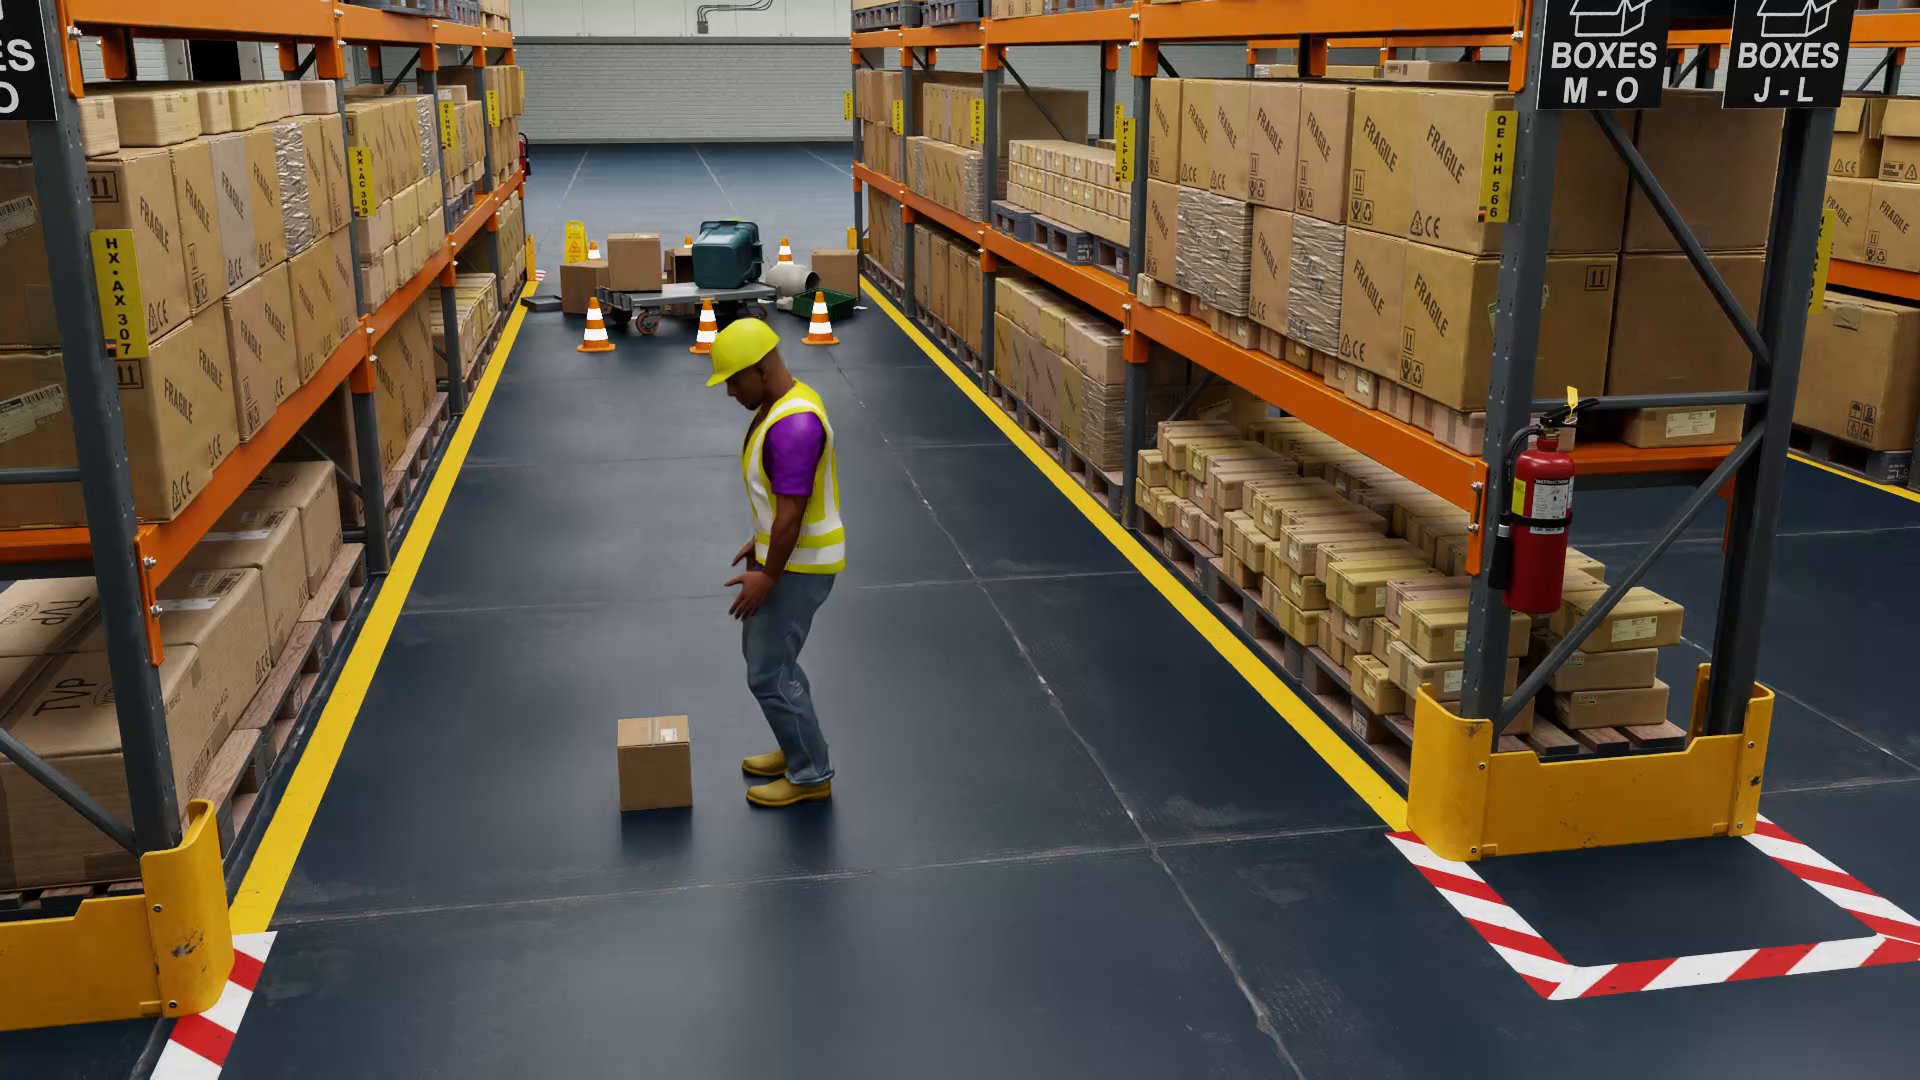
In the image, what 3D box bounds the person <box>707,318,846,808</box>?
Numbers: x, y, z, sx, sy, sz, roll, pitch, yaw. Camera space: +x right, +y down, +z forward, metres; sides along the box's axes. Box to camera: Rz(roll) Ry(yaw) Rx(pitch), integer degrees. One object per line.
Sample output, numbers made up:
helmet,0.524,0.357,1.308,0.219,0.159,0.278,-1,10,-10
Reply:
person,-0.630,0.081,5.811,0.453,1.715,0.591,-3,16,-9
